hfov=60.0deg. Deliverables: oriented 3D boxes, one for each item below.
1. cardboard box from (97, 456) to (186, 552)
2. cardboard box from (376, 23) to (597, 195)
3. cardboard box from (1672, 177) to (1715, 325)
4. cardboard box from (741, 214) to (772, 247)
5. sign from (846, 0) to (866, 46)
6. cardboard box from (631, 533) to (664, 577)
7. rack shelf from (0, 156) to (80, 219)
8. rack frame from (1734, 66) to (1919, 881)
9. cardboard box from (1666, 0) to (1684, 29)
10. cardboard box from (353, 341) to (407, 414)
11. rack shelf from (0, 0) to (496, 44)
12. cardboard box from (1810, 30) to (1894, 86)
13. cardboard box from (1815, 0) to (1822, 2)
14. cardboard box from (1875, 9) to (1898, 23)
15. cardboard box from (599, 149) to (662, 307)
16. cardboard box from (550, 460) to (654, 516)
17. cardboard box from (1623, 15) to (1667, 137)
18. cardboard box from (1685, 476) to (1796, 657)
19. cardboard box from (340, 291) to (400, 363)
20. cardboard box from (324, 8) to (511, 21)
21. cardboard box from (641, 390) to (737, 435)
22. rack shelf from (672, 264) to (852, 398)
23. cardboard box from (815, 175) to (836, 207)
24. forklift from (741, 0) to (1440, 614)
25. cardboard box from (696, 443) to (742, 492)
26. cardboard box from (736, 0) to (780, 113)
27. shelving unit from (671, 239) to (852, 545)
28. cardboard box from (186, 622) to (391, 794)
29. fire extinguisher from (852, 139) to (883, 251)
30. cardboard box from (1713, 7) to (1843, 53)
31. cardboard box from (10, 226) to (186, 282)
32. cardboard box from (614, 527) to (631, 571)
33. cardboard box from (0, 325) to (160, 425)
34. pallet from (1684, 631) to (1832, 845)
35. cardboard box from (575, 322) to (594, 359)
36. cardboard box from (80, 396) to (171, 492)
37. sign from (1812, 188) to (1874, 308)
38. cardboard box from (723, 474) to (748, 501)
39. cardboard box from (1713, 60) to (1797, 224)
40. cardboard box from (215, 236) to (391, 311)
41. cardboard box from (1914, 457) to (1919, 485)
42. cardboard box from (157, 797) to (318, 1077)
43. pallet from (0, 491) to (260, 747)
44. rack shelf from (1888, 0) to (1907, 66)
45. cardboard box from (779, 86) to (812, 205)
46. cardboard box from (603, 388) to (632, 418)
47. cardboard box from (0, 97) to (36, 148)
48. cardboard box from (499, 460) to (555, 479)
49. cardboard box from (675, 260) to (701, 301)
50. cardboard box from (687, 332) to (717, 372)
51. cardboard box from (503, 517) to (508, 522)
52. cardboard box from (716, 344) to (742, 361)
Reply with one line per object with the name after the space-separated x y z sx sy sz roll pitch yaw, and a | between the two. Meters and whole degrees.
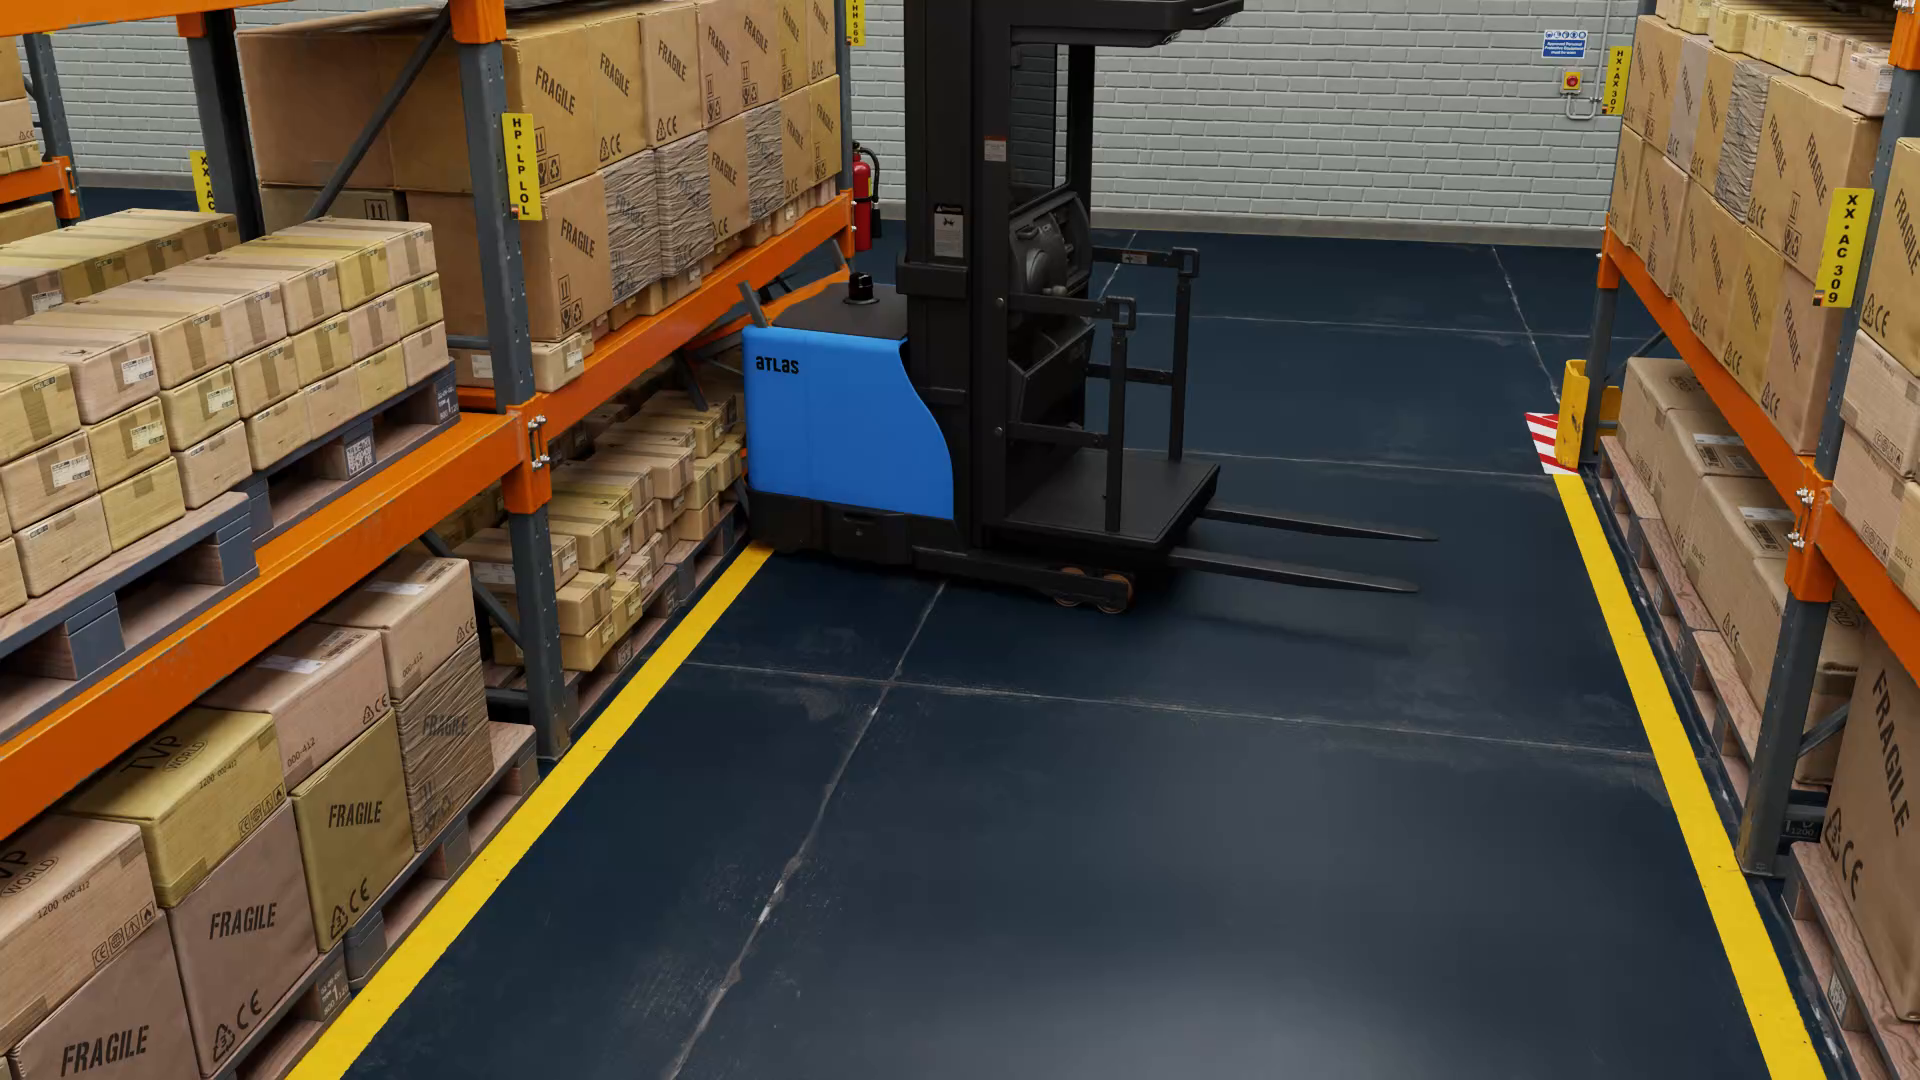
-2.053 -0.101 3.864 0.380 0.149 0.250 5 23 13 | cardboard box
-1.572 -1.455 5.580 0.500 0.500 0.500 5 22 12 | cardboard box
3.118 -1.119 6.483 0.500 0.500 0.500 5 23 13 | cardboard box
-1.112 -1.495 7.888 0.380 0.149 0.250 3 22 9 | cardboard box
-0.547 -2.757 8.711 0.100 0.325 0.005 4 22 11 | sign
-1.457 0.070 6.918 0.380 0.149 0.250 4 22 10 | cardboard box
-6.330 -1.473 8.458 1.077 0.370 4.000 4 22 11 | rack shelf
2.964 -0.320 4.632 1.000 3.000 0.127 4 22 11 | rack frame
3.287 -2.297 7.202 0.380 0.149 0.250 5 23 13 | cardboard box
-1.842 -0.483 4.812 0.380 0.149 0.250 5 22 11 | cardboard box
-2.311 -0.986 3.235 1.077 0.370 4.000 4 22 11 | rack shelf
2.970 -1.540 5.322 0.380 0.149 0.250 4 22 10 | cardboard box
3.875 -2.352 7.339 0.380 0.149 0.250 5 22 12 | cardboard box
3.624 -1.882 6.170 0.380 0.149 0.250 5 23 13 | cardboard box
-1.461 -1.188 6.256 0.500 0.500 0.500 4 22 11 | cardboard box
-1.481 -0.208 6.813 0.380 0.149 0.250 4 22 10 | cardboard box
3.403 -2.139 7.677 0.500 0.500 0.500 4 22 10 | cardboard box
3.379 0.125 6.395 0.875 0.438 0.875 4 22 9 | cardboard box
-1.843 -0.619 4.752 0.380 0.149 0.250 5 22 11 | cardboard box
-1.971 -1.690 6.165 0.500 0.500 0.500 4 22 9 | cardboard box
-1.260 -0.586 7.751 0.380 0.149 0.250 4 22 9 | cardboard box
-0.882 -0.993 7.872 0.538 0.278 1.000 -19 13 24 | rack shelf
-0.876 -1.866 8.807 0.380 0.149 0.250 4 22 11 | cardboard box
0.581 -1.271 7.086 3.031 2.935 1.130 9 24 20 | forklift
-1.212 -0.343 7.545 0.380 0.149 0.250 5 22 11 | cardboard box
-1.137 -2.209 7.452 0.500 0.500 0.500 6 23 14 | cardboard box
-0.766 -0.731 7.931 0.538 1.125 1.048 -19 13 24 | shelving unit
-1.925 0.435 4.537 0.500 0.250 0.500 6 23 13 | cardboard box
-0.583 -1.971 9.335 0.296 0.674 0.183 4 22 11 | fire extinguisher
3.079 -1.921 6.268 0.380 0.149 0.250 4 22 10 | cardboard box
-2.484 -0.803 4.810 0.380 0.149 0.250 5 22 12 | cardboard box
-1.537 0.030 6.619 0.380 0.149 0.250 4 22 11 | cardboard box
-2.060 -0.376 3.750 0.380 0.149 0.250 3 22 9 | cardboard box
3.196 0.702 5.829 1.003 0.211 1.213 4 22 11 | pallet
-1.545 -0.722 5.968 0.380 0.149 0.250 5 22 12 | cardboard box
-2.056 -0.233 3.794 0.380 0.149 0.250 5 22 11 | cardboard box
2.420 -0.800 4.559 0.100 0.325 0.005 4 22 11 | sign
-1.185 -0.307 7.855 0.380 0.149 0.250 5 22 12 | cardboard box
2.996 -1.395 5.831 0.500 0.500 0.500 5 22 12 | cardboard box
-1.848 -0.754 4.689 0.380 0.149 0.250 4 22 9 | cardboard box
2.519 -0.150 3.742 0.500 0.250 0.500 5 22 12 | cardboard box
-2.021 0.969 4.215 0.500 0.500 0.500 4 22 10 | cardboard box
-2.355 0.165 3.686 1.003 0.211 1.213 4 22 11 | pallet
3.372 -2.109 6.022 1.077 0.370 4.000 4 22 11 | rack shelf
-1.036 -1.935 8.112 0.500 0.500 0.500 4 22 10 | cardboard box
-1.775 -0.623 7.842 0.380 0.149 0.250 5 22 12 | cardboard box
-5.761 -2.409 9.622 0.500 0.250 0.500 4 22 10 | cardboard box
-1.899 -0.235 6.880 0.380 0.149 0.250 5 23 13 | cardboard box
-1.303 -1.107 6.925 0.380 0.149 0.250 5 23 13 | cardboard box
-1.464 -0.996 8.768 0.380 0.149 0.250 5 22 12 | cardboard box
-1.922 -0.093 6.926 0.380 0.149 0.250 5 22 11 | cardboard box
-1.054 -0.971 8.707 0.380 0.149 0.250 5 22 12 | cardboard box
